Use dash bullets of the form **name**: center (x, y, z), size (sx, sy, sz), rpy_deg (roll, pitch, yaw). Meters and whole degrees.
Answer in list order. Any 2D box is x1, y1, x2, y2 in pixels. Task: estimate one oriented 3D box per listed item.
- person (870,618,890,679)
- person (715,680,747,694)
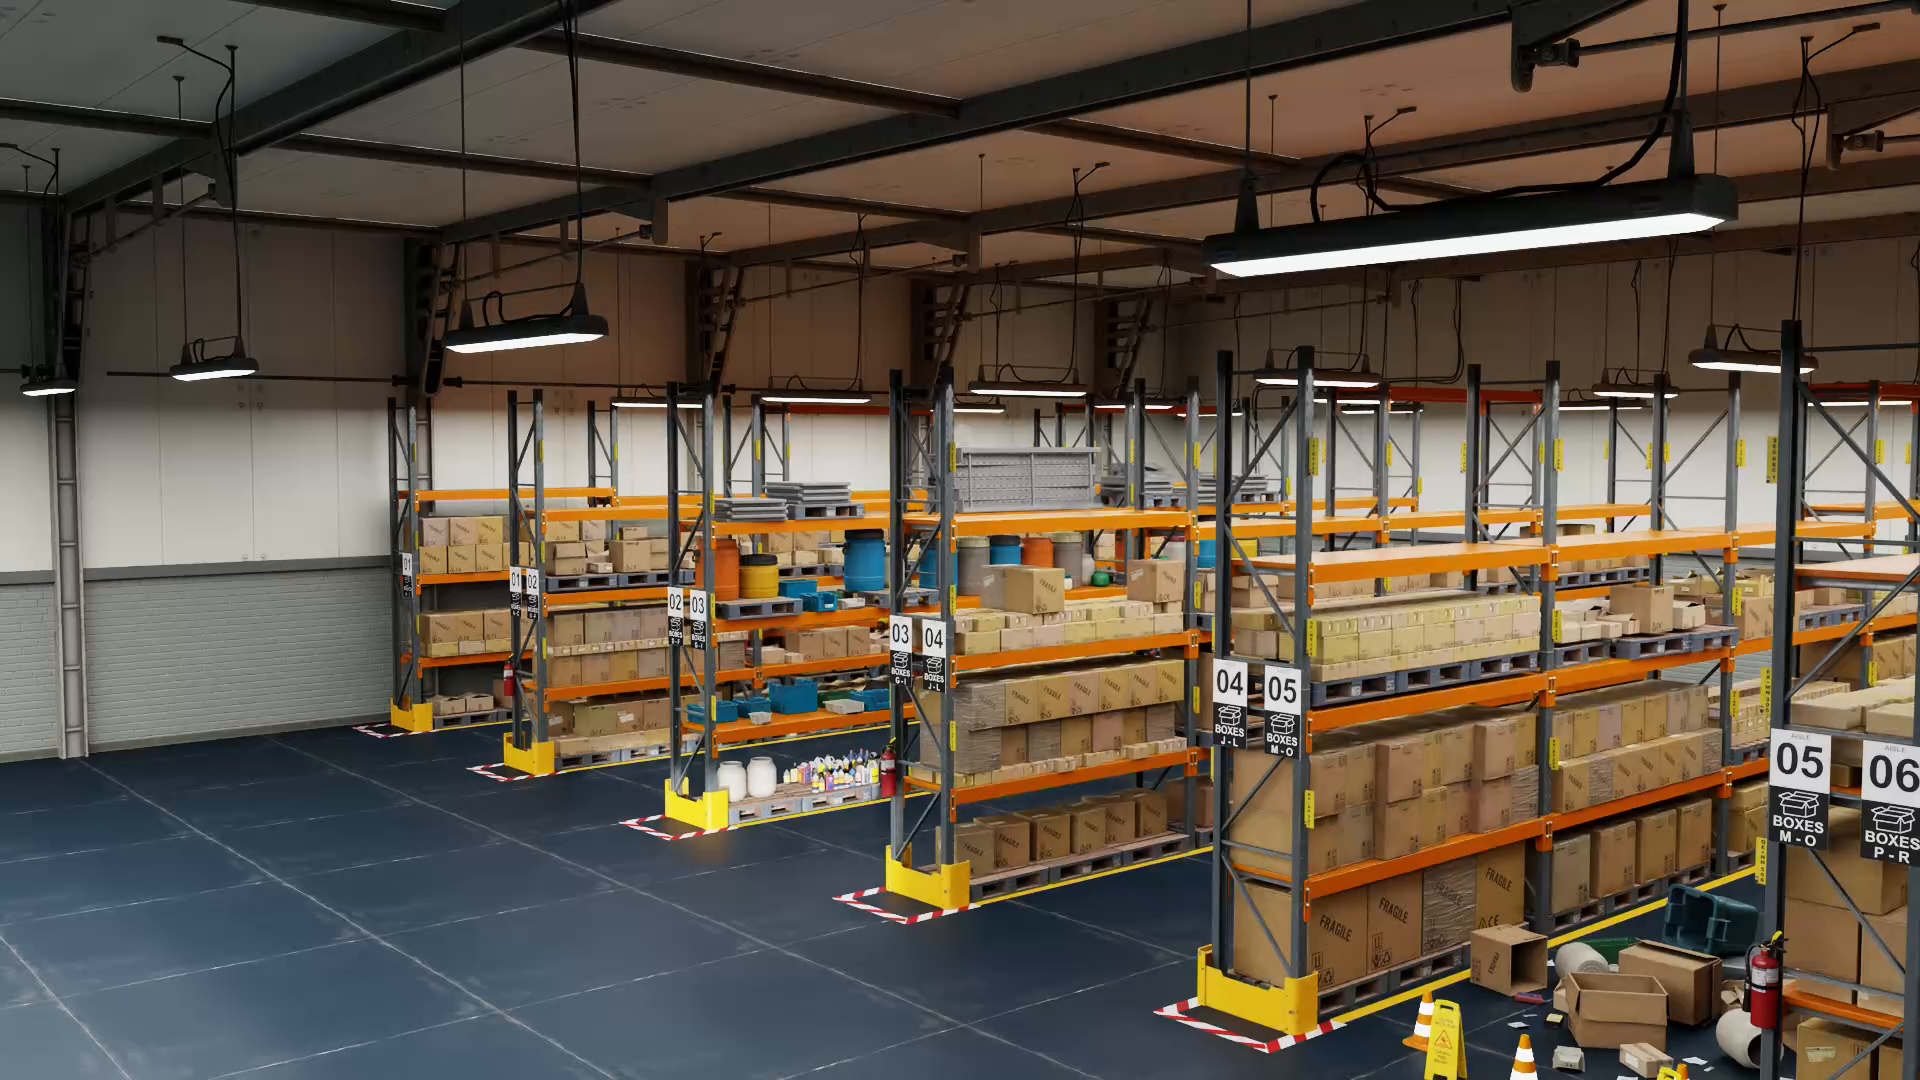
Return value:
- **person**: center (-1.548, 2.373, 33.056), size (0.791, 1.733, 0.714), rpy_deg (-3, 5, -45)
- **person**: center (-4.404, 2.460, 31.751), size (1.010, 1.762, 0.687), rpy_deg (-3, 5, -43)
